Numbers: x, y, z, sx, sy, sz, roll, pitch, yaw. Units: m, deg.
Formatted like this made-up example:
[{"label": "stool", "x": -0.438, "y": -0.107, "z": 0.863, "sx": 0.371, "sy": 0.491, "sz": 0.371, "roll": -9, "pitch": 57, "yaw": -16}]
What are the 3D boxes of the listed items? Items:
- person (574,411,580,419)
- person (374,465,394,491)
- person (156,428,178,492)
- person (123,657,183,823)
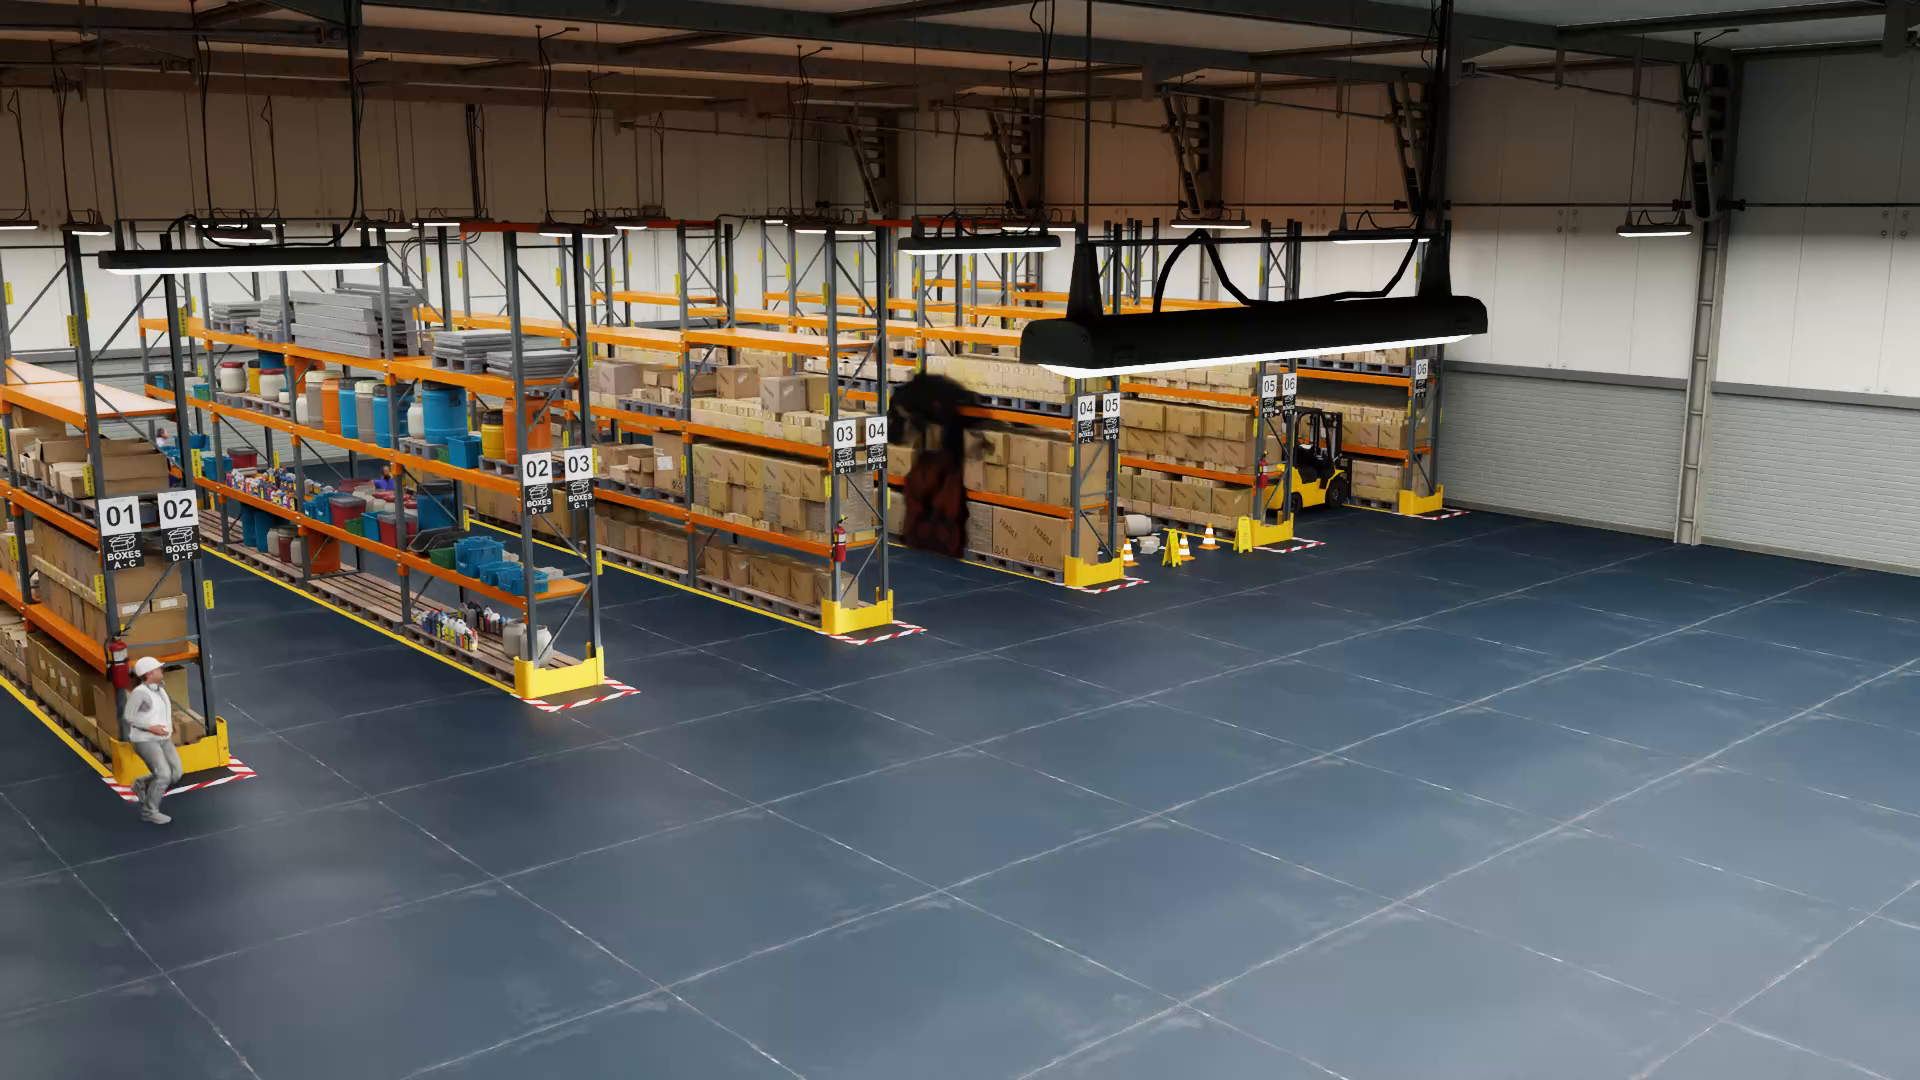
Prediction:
[{"label": "person", "x": -8.973, "y": -2.233, "z": 38.443, "sx": 0.667, "sy": 1.784, "sz": 0.957, "roll": -8, "pitch": 14, "yaw": -35}, {"label": "person", "x": -10.482, "y": -0.561, "z": 30.573, "sx": 0.573, "sy": 1.608, "sz": 0.561, "roll": 11, "pitch": 16, "yaw": 42}, {"label": "person", "x": -17.054, "y": -1.540, "z": 35.398, "sx": 0.936, "sy": 1.685, "sz": 0.627, "roll": -8, "pitch": 14, "yaw": -33}, {"label": "person", "x": -8.475, "y": 2.061, "z": 17.428, "sx": 0.567, "sy": 1.700, "sz": 0.666, "roll": 1, "pitch": 11, "yaw": 3}]
